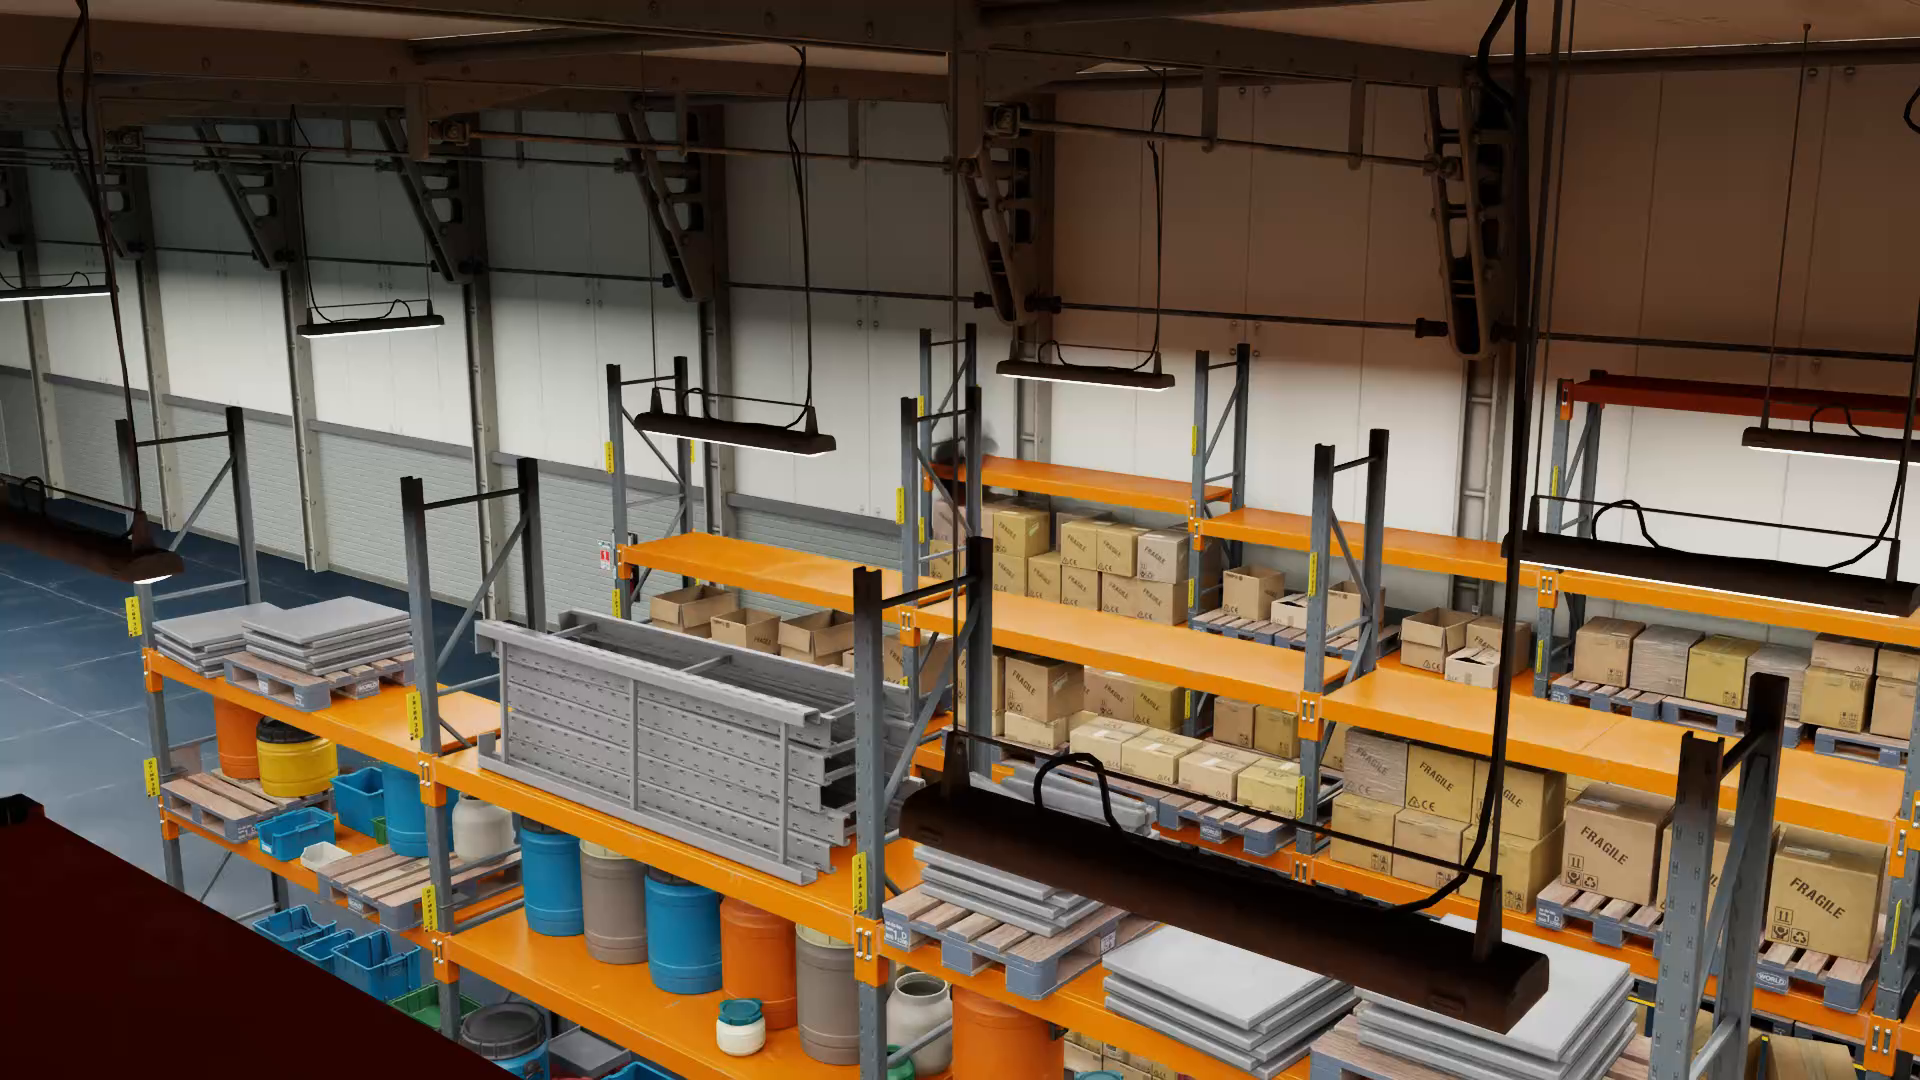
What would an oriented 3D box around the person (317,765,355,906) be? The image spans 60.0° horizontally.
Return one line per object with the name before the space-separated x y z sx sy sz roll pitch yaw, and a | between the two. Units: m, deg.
person | -6.643 3.247 18.341 0.949 1.612 0.506 -6 14 -26
